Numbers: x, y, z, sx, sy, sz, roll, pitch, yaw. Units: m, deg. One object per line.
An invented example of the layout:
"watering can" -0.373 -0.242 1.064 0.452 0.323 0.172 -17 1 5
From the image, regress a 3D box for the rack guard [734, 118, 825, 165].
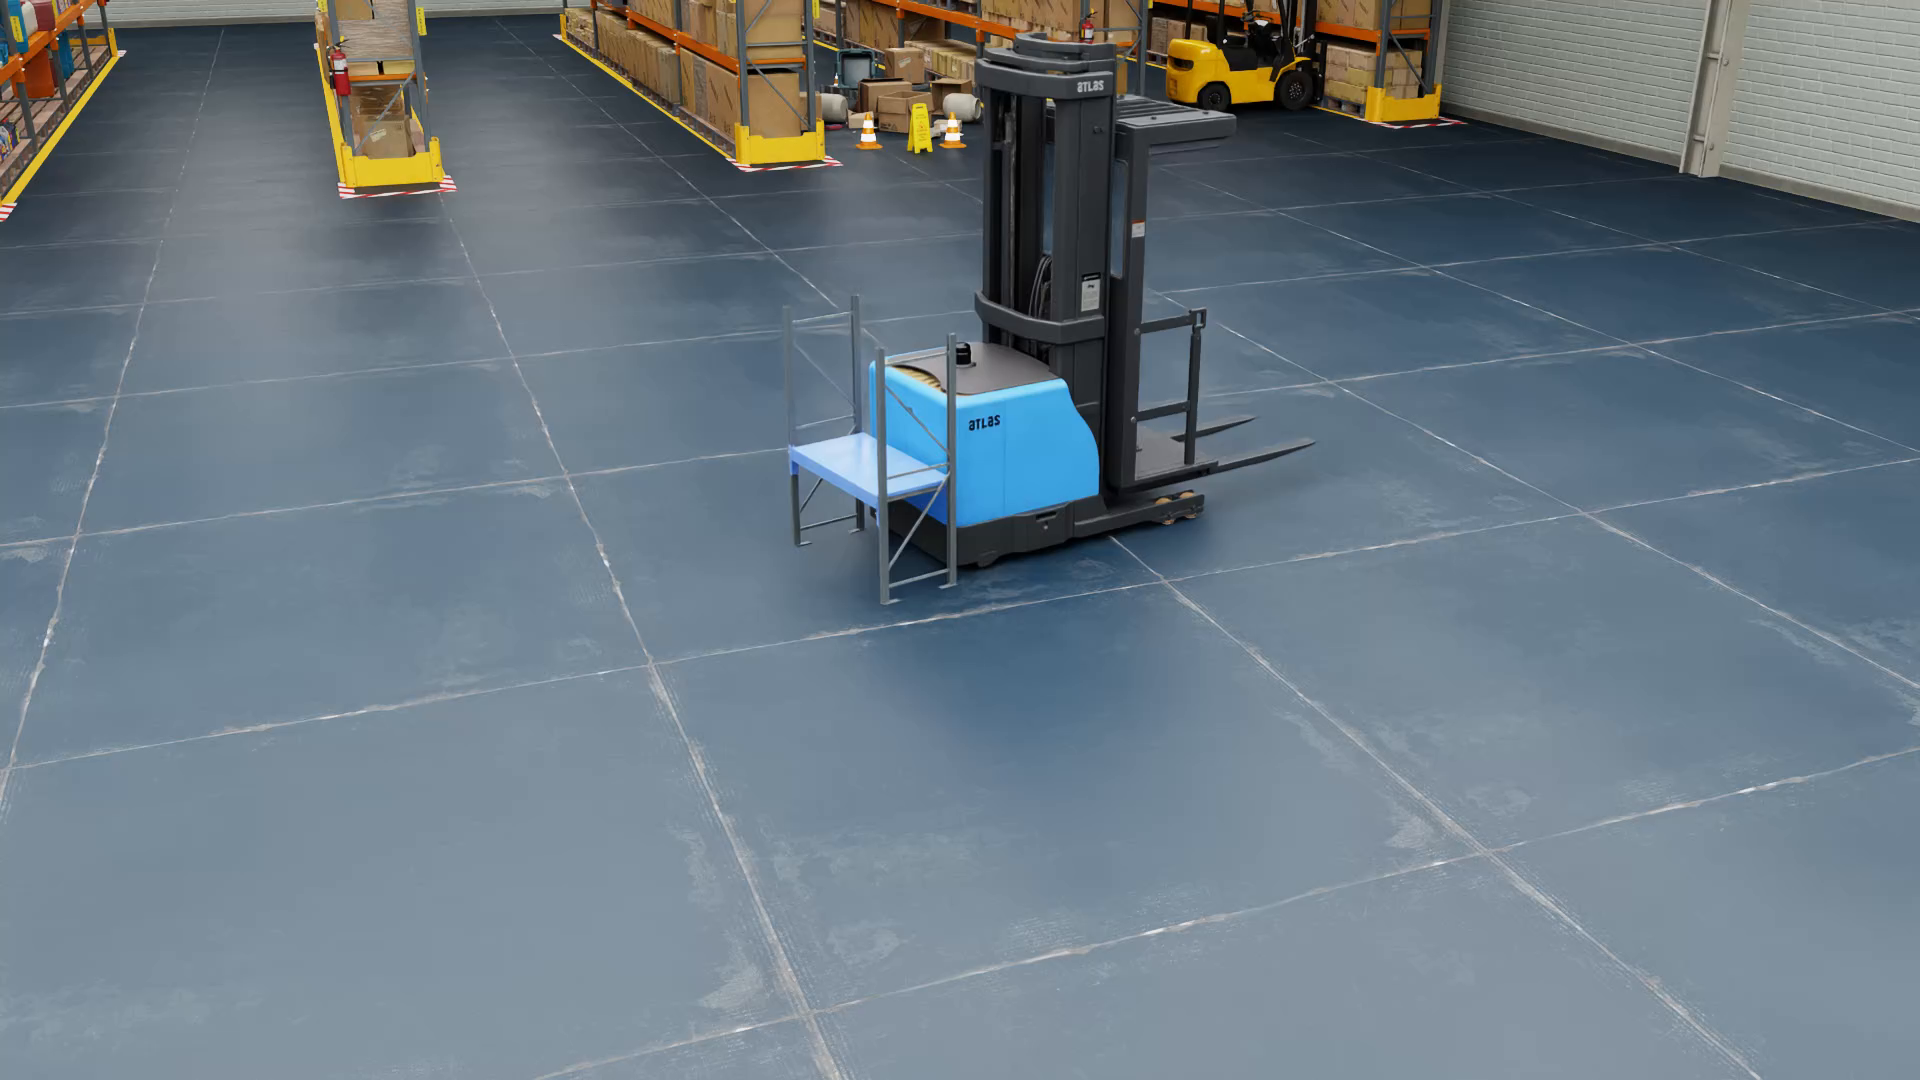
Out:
"rack guard" -2.411 -5.347 22.292 1.175 0.500 0.348 -8 24 -19

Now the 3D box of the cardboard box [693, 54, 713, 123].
"cardboard box" -3.354 -6.610 24.266 0.875 0.875 0.875 -8 24 -19

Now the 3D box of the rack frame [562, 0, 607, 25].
"rack frame" -8.072 -12.321 35.620 1.000 3.000 0.127 -8 24 -19

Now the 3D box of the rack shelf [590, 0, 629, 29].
"rack shelf" -5.952 -9.809 30.588 1.077 0.370 4.000 -8 24 -19

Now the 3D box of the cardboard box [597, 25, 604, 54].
"cardboard box" -6.646 -9.604 31.853 0.500 0.500 0.500 -7 24 -17

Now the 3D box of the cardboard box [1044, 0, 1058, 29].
"cardboard box" 1.554 -7.748 24.260 0.500 0.500 0.500 -8 24 -19

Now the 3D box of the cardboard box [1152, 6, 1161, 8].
"cardboard box" 3.859 -10.676 33.561 0.380 0.149 0.250 -10 25 -21

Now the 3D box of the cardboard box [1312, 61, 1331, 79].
"cardboard box" 5.985 -7.565 26.692 0.500 0.250 0.500 -9 24 -20

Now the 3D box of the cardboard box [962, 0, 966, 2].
"cardboard box" 0.246 -9.002 27.528 0.380 0.149 0.250 -9 25 -21

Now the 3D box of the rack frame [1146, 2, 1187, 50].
"rack frame" 3.992 -10.812 32.041 1.000 3.000 0.127 -8 24 -19

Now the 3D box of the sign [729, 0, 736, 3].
"sign" -2.932 -7.081 21.392 0.100 0.325 0.005 -8 24 -19

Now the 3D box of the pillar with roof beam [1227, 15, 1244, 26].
"pillar with roof beam" 1.268 -12.636 28.644 9.100 9.000 0.400 -8 24 -19

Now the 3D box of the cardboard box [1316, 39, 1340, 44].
"cardboard box" 5.818 -7.969 27.008 0.500 0.250 0.500 -9 24 -20

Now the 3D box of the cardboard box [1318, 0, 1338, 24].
"cardboard box" 6.043 -8.470 26.356 0.500 0.500 0.500 -9 24 -20

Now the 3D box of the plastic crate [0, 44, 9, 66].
"plastic crate" -12.497 -6.204 21.299 0.499 0.251 0.616 -8 24 -19

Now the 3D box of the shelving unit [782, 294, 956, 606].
"shelving unit" -0.523 -0.541 9.602 0.538 1.500 1.048 -15 27 -31

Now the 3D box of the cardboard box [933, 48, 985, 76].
"cardboard box" 0.071 -8.363 29.072 0.950 0.372 0.625 -8 24 -17

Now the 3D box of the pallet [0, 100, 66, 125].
"pallet" -14.318 -6.519 25.445 1.003 0.211 1.213 -8 24 -19

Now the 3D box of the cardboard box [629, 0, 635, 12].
"cardboard box" -5.339 -9.260 28.229 0.500 0.500 0.500 -8 24 -18

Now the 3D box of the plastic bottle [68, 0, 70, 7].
"plastic bottle" -15.460 -9.315 28.745 0.097 0.201 0.097 0 23 0

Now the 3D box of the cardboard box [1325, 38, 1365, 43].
"cardboard box" 6.304 -8.045 27.187 0.500 0.250 0.500 -9 24 -20

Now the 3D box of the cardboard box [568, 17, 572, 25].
"cardboard box" -8.083 -11.005 35.245 0.380 0.149 0.250 -8 24 -19

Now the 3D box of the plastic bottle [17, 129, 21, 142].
"plastic bottle" -12.722 -5.462 22.382 0.097 0.201 0.097 0 23 0

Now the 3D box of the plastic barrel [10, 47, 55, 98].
"plastic barrel" -14.744 -7.460 26.340 0.600 0.830 0.708 -8 24 -19

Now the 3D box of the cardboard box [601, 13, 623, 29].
"cardboard box" -6.454 -9.757 31.249 0.500 0.250 0.500 -8 24 -18

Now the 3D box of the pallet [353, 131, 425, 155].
"pallet" -7.803 -5.349 22.669 1.003 0.211 1.213 -8 24 -19

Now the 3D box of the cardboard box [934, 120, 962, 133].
"cardboard box" -0.177 -6.108 24.551 0.380 0.149 0.250 4 23 9

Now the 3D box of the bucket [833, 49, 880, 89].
"bucket" -1.627 -7.420 26.249 0.726 0.611 0.620 0 13 -1

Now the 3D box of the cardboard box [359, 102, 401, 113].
"cardboard box" -7.747 -5.577 22.297 0.500 0.500 0.500 -6 24 -14

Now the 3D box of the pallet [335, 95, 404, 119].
"pallet" -9.219 -6.759 26.014 1.003 0.211 1.213 -8 24 -19

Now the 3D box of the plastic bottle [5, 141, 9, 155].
"plastic bottle" -12.342 -5.070 21.454 0.097 0.201 0.097 0 23 0

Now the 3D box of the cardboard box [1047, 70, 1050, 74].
"cardboard box" 1.461 -6.940 24.887 0.500 0.500 0.500 -7 24 -17

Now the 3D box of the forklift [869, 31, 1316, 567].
"forklift" 0.953 -1.605 10.284 3.031 2.935 1.130 -14 26 -29

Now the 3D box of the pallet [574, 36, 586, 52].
"pallet" -7.364 -10.266 34.335 1.003 0.211 1.213 -8 24 -19

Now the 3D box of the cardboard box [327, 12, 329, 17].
"cardboard box" -7.703 -6.854 20.851 0.500 0.500 0.500 -8 24 -19

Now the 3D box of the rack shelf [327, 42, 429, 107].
"rack shelf" -7.802 -6.259 22.164 1.077 0.370 4.000 -8 24 -19

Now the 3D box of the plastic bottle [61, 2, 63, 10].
"plastic bottle" -15.105 -8.950 27.880 0.097 0.201 0.097 0 23 0

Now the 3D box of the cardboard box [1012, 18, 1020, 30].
"cardboard box" 1.017 -7.936 25.541 0.380 0.149 0.250 -8 24 -19

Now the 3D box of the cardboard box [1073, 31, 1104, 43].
"cardboard box" 1.844 -7.214 23.827 0.380 0.149 0.250 -8 24 -17

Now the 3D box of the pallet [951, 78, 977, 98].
"pallet" 0.486 -7.674 28.186 1.003 0.211 1.213 -8 24 -19

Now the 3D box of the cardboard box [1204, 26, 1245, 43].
"cardboard box" 4.943 -8.929 30.090 0.875 0.625 0.625 -9 24 -20

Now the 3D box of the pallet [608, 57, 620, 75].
"pallet" -5.947 -8.856 30.990 1.003 0.211 1.213 -8 24 -19

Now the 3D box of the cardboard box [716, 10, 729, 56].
"cardboard box" -2.807 -6.902 22.570 0.875 0.550 0.550 -8 24 -19

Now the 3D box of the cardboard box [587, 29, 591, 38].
"cardboard box" -7.174 -10.052 32.984 0.380 0.149 0.250 -10 25 -22

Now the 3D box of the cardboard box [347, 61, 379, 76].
"cardboard box" -7.389 -5.823 20.527 0.380 0.149 0.250 -8 24 -19

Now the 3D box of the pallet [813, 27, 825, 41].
"pallet" -2.694 -11.029 36.147 1.003 0.211 1.213 -8 24 -19

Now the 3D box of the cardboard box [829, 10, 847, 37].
"cardboard box" -2.185 -10.839 34.863 0.875 0.438 0.875 -9 24 -20

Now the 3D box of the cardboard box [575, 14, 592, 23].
"cardboard box" -7.721 -10.762 34.287 0.380 0.149 0.250 -8 24 -18

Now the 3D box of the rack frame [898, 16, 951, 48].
"rack frame" -0.650 -10.130 30.422 1.000 3.000 0.127 -8 24 -19

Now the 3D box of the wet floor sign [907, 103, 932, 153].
"wet floor sign" -0.557 -5.684 22.904 0.267 0.644 0.232 -13 26 -28

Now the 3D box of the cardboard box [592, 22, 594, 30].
"cardboard box" -7.028 -10.115 32.751 0.380 0.149 0.250 -8 24 -17
